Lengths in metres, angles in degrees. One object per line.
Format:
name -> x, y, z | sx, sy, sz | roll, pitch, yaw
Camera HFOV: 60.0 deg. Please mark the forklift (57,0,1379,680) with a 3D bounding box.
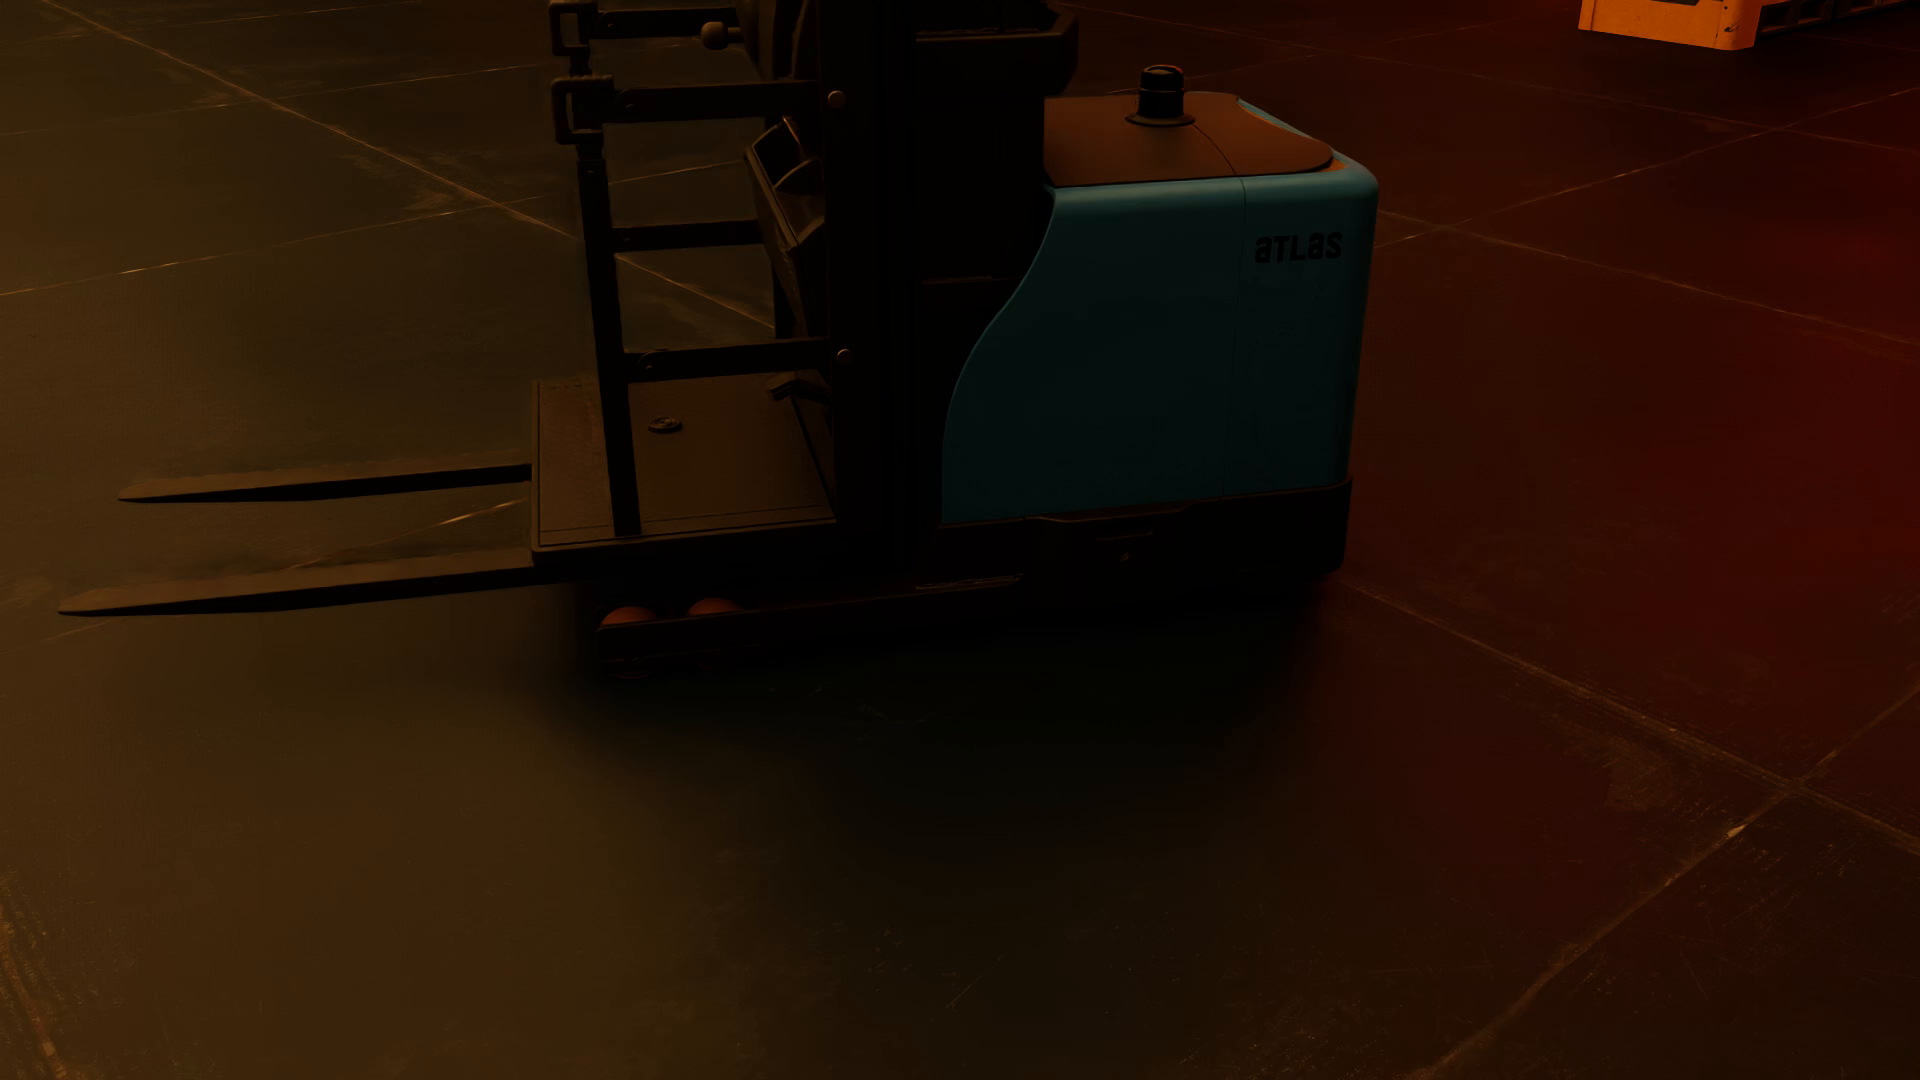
forklift -> -0.596, -1.248, 3.718 | 3.031, 2.935, 1.130 | -6, 27, -11
